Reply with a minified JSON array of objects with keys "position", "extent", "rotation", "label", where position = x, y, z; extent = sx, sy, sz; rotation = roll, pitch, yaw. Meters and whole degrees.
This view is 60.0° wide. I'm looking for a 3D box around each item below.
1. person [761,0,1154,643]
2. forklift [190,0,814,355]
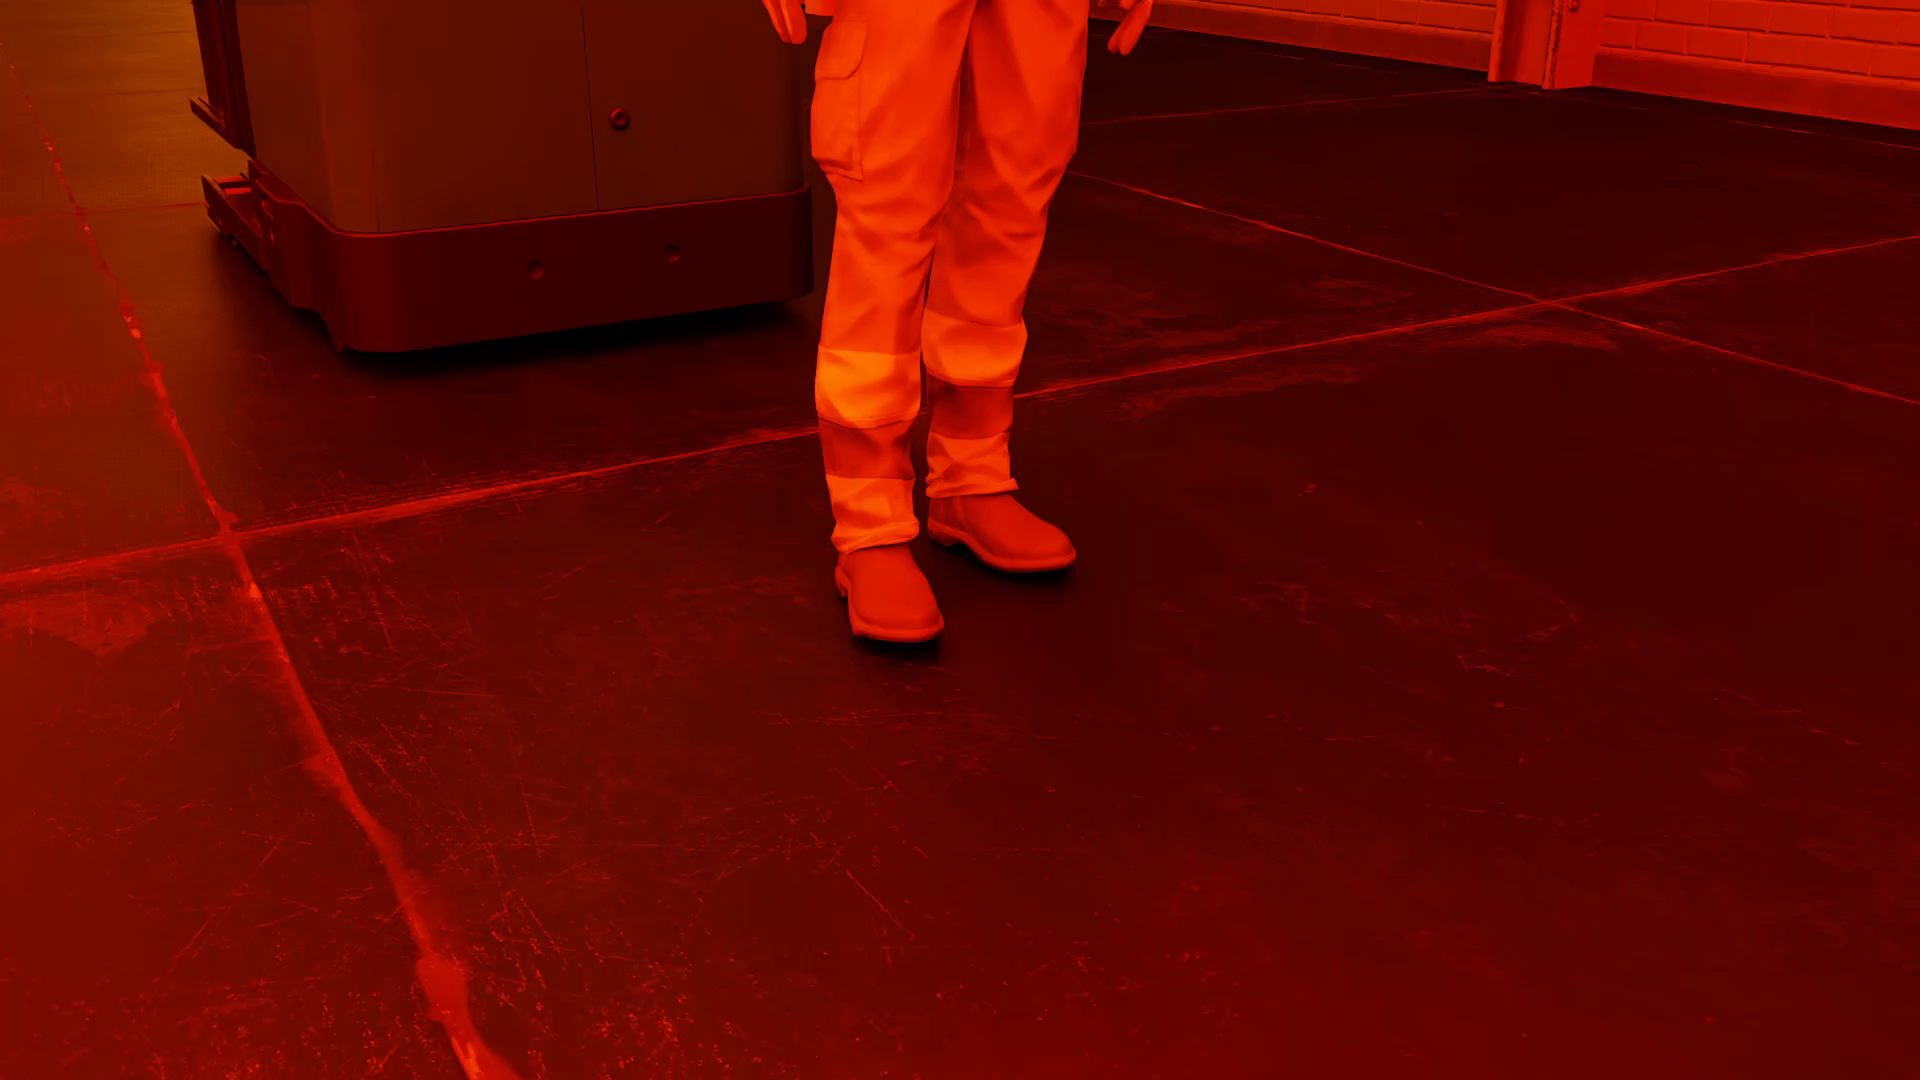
[{"position":[0.031,-0.806,2.223],"extent":[0.638,1.789,0.562],"rotation":[-12,25,-28],"label":"person"},{"position":[-1.518,-2.249,4.255],"extent":[1.130,2.935,3.031],"rotation":[-13,25,-28],"label":"forklift"}]
